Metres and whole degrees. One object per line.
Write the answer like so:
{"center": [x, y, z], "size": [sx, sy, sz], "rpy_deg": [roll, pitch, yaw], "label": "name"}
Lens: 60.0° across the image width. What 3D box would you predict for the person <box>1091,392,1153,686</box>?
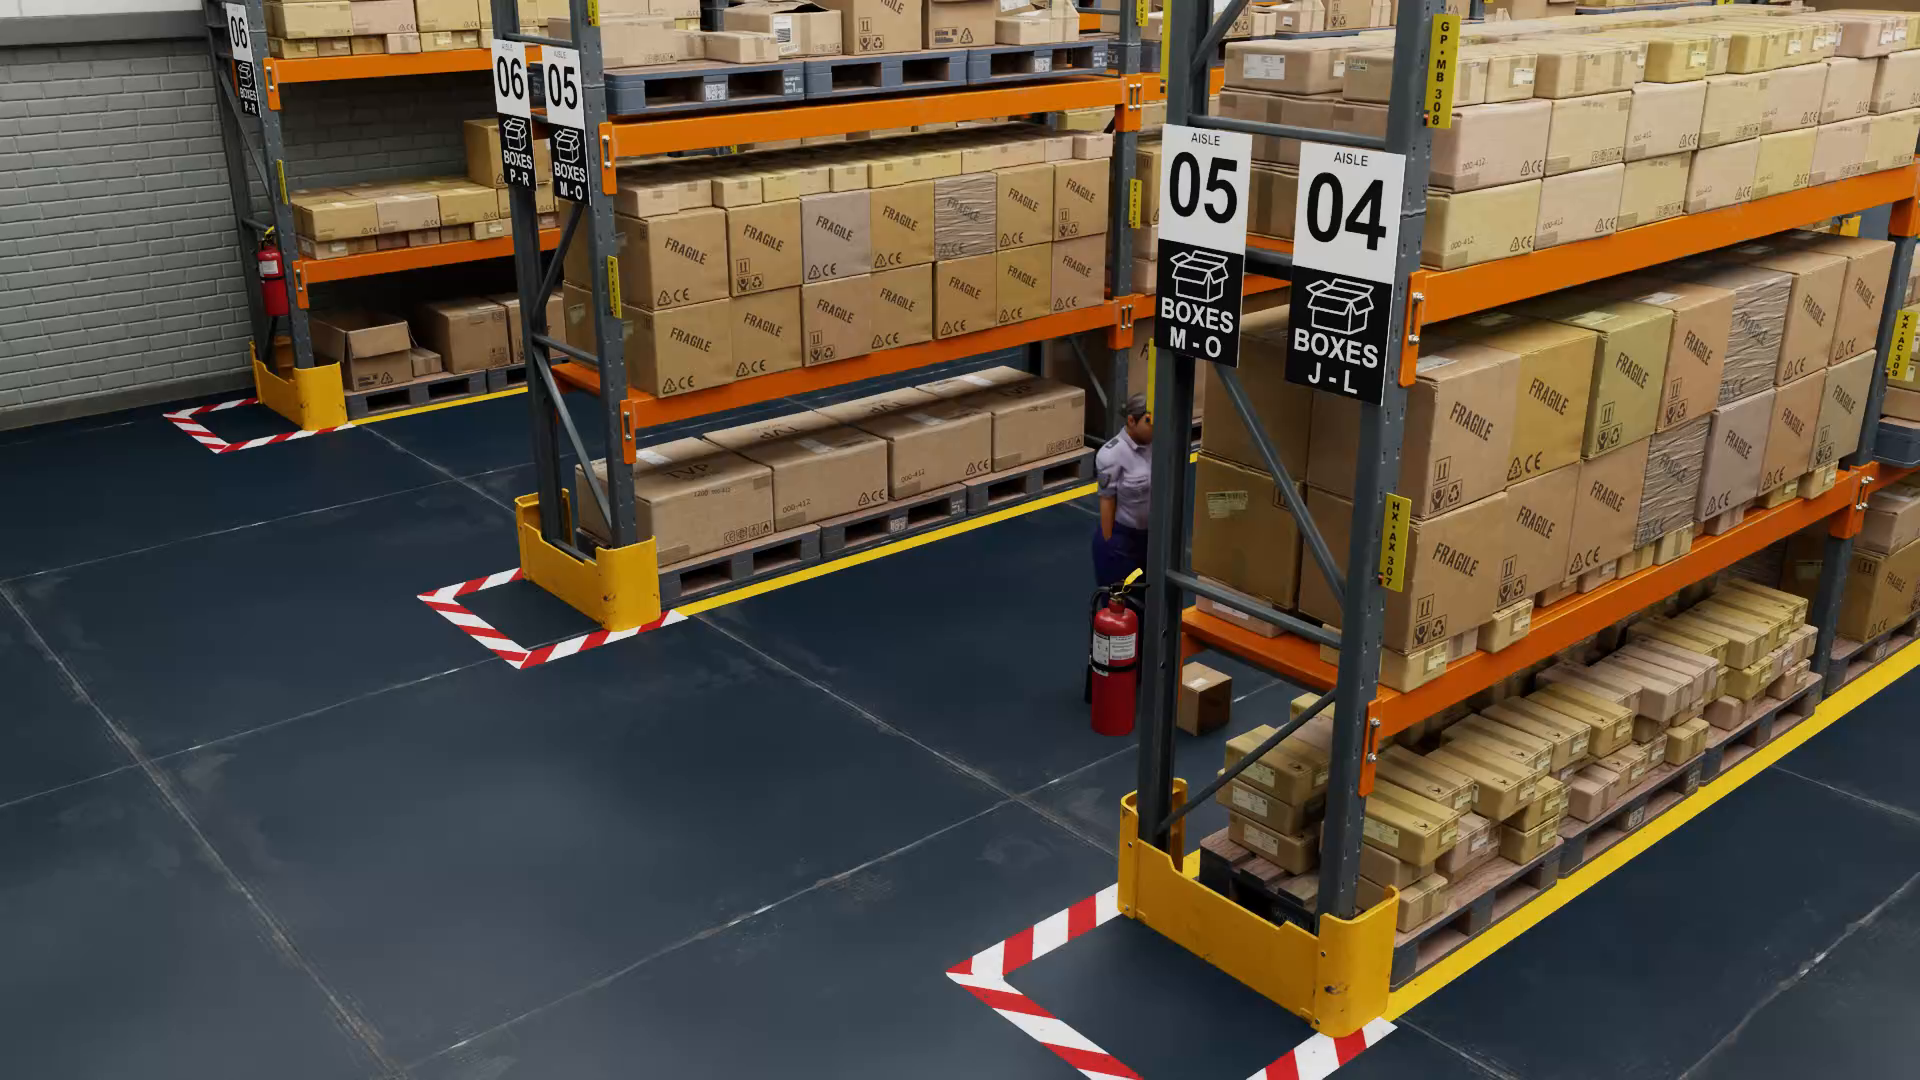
{"center": [0.906, 0.033, 8.540], "size": [0.472, 1.649, 0.338], "rpy_deg": [-17, 27, -36], "label": "person"}
